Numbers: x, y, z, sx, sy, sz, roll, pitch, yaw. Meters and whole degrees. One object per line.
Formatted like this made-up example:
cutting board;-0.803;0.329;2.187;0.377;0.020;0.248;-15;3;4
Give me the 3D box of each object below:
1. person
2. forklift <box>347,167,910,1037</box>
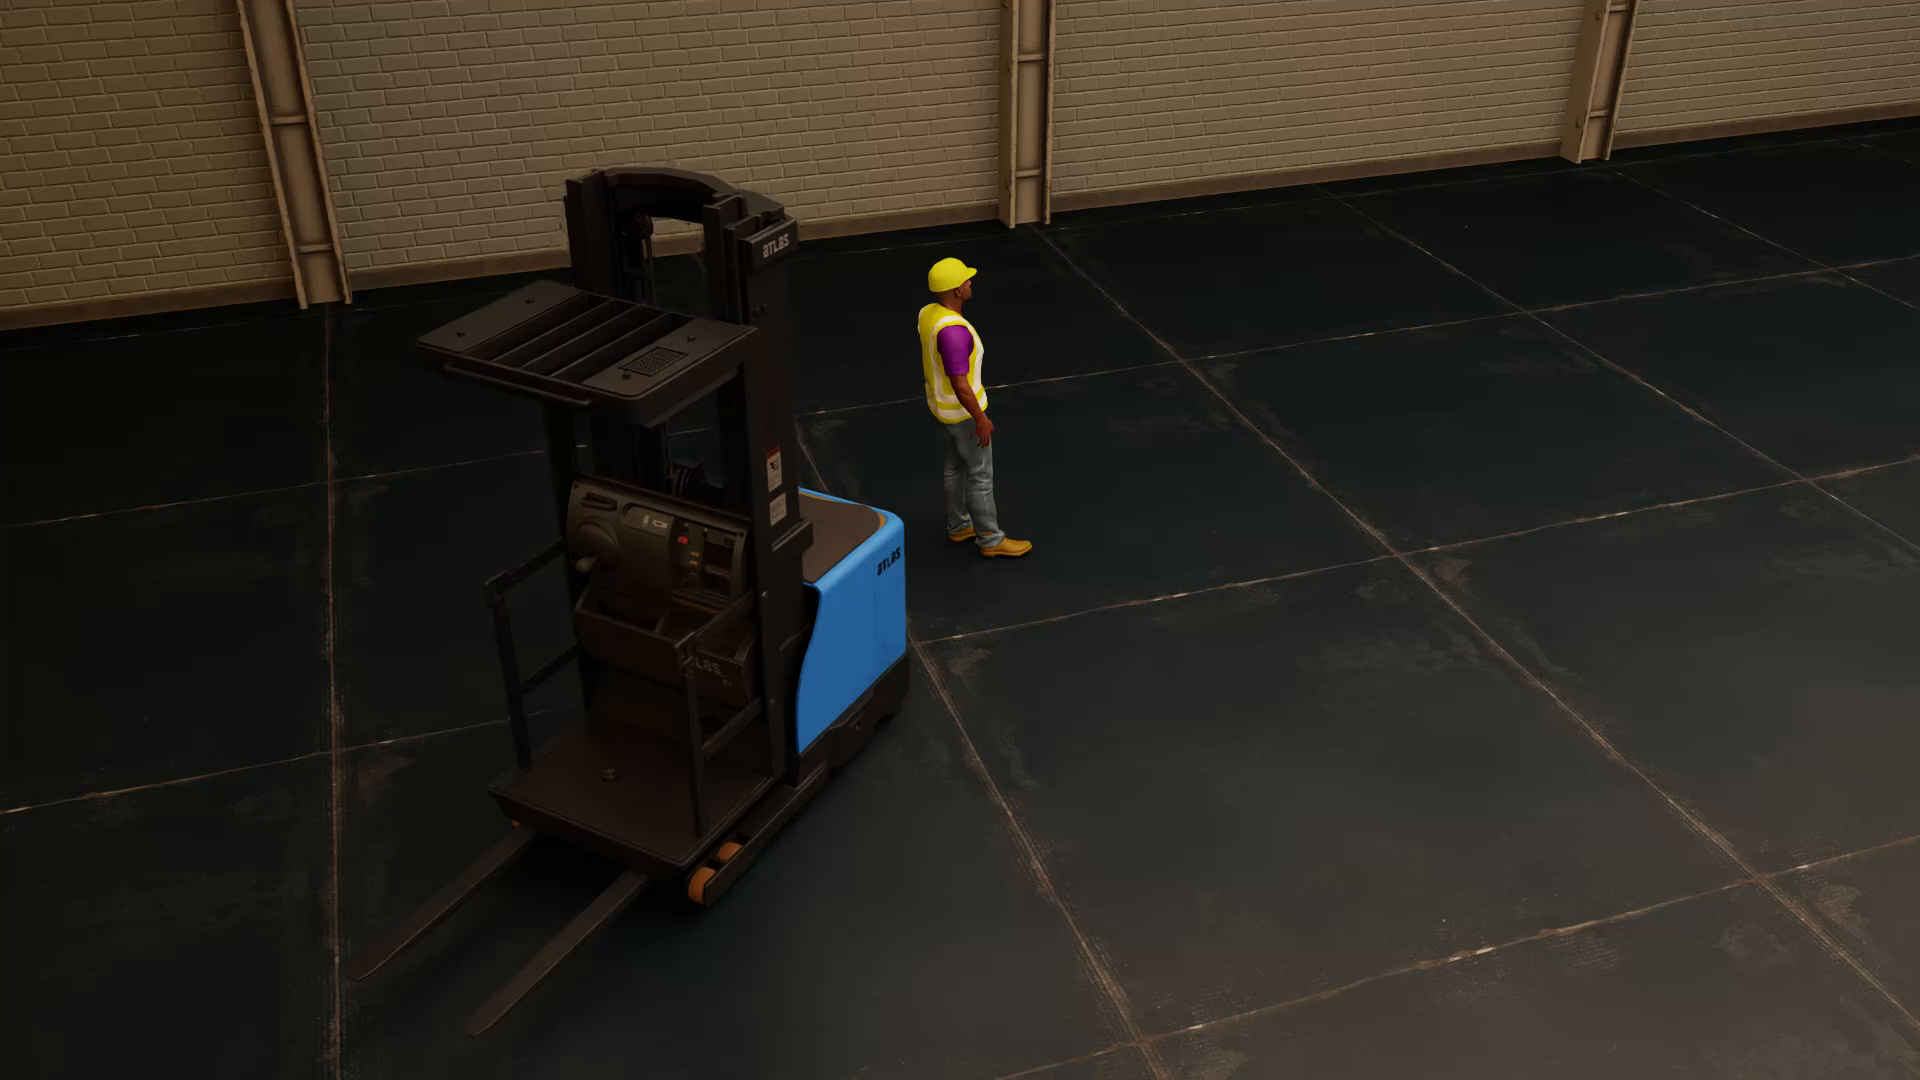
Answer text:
person;0.068;-0.780;9.596;0.575;1.768;0.665;-10;31;-16
forklift;-1.408;0.065;6.974;1.130;2.935;3.031;15;33;25
